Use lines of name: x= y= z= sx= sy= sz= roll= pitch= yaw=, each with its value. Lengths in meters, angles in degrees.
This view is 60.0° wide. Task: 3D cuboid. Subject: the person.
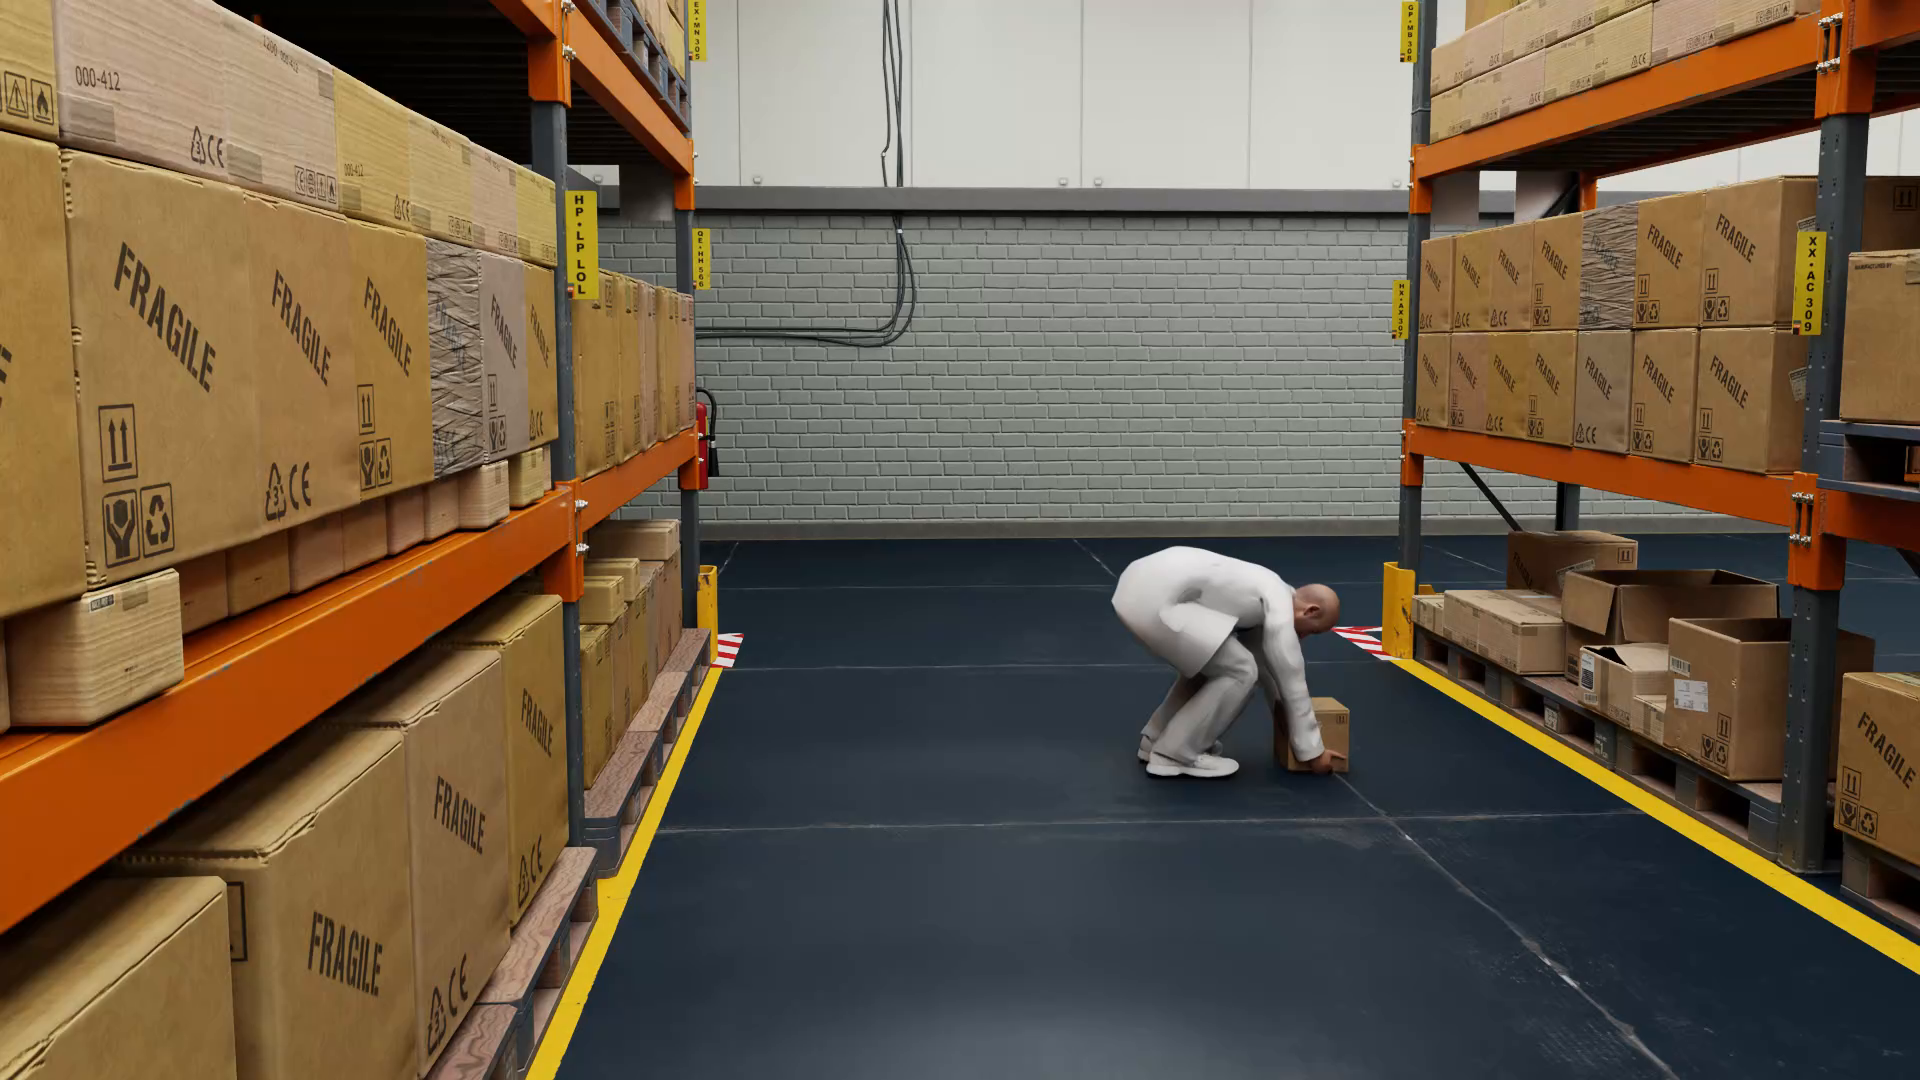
person: x=1.099 y=0.489 z=6.843 sx=0.954 sy=0.931 sz=0.595 roll=-1 pitch=7 yaw=-6
